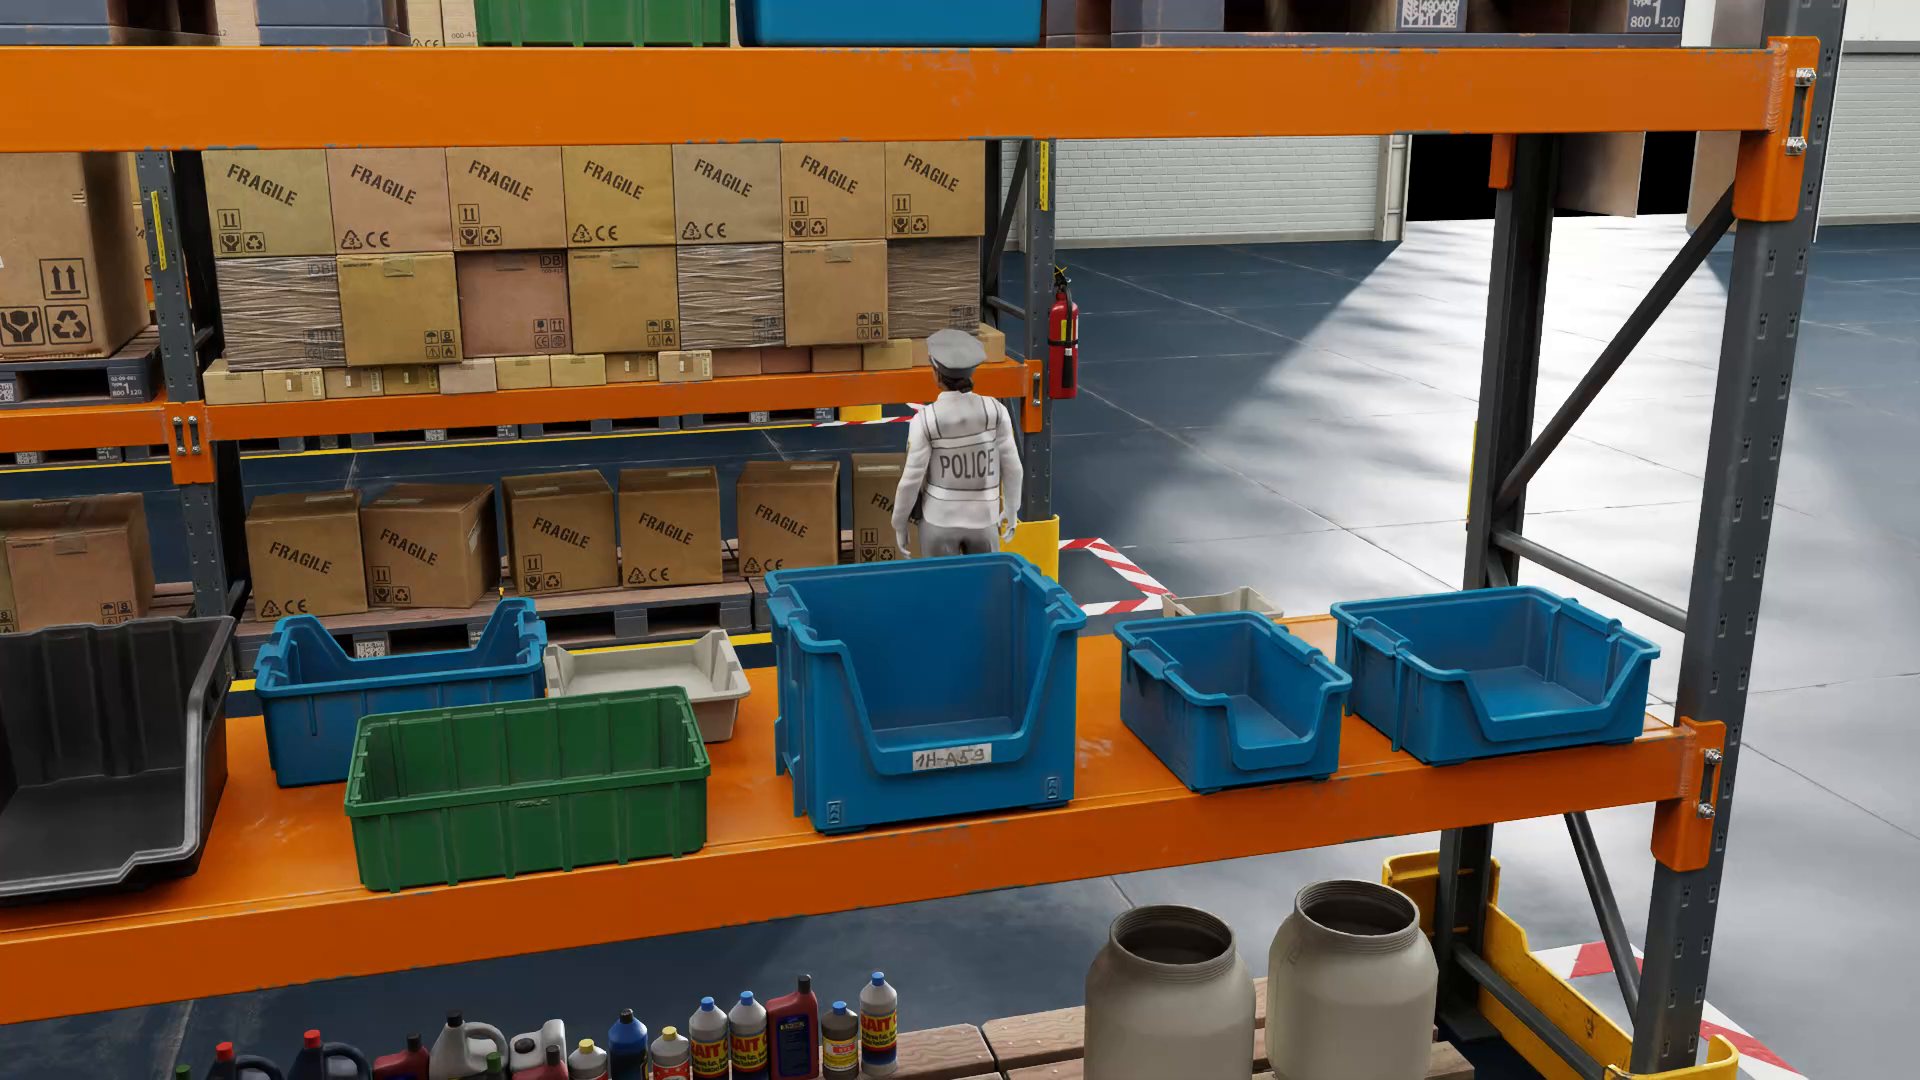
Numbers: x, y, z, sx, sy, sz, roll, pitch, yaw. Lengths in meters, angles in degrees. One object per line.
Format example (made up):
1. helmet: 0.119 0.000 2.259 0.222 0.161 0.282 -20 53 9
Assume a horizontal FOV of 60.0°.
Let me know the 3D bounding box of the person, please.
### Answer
1. person: -0.023 -0.088 7.246 0.586 1.694 0.530 -4 17 -15
